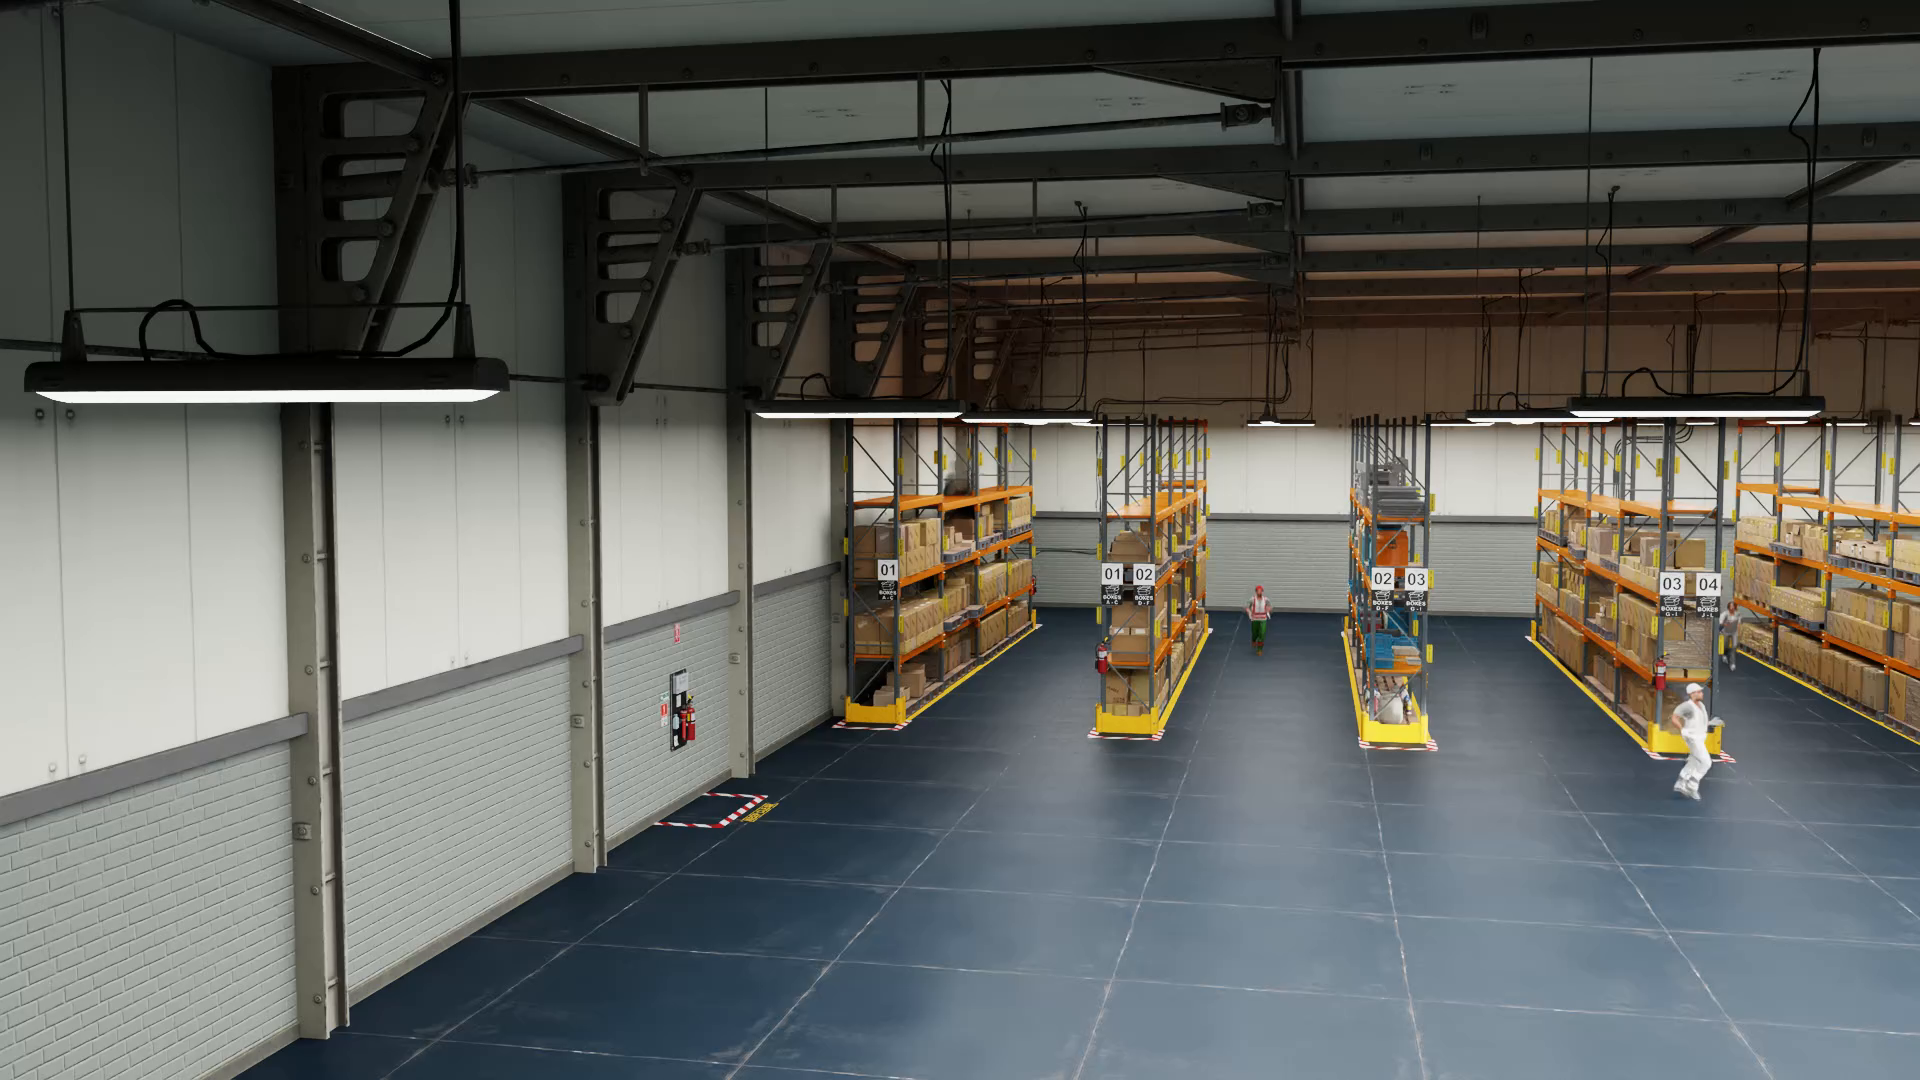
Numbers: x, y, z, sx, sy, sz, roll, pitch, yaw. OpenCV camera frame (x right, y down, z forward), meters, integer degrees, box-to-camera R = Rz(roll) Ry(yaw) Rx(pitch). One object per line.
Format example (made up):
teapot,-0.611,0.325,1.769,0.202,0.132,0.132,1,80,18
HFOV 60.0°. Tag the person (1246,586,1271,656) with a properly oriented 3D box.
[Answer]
person,7.606,2.037,42.316,0.655,1.762,0.823,0,4,2

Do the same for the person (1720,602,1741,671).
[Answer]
person,18.459,2.278,39.875,0.545,1.628,0.876,1,4,12

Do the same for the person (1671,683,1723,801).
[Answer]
person,11.400,3.122,25.725,0.685,1.810,0.635,4,5,44

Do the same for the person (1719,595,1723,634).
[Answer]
person,20.525,1.960,45.374,0.613,1.529,0.634,1,4,17
